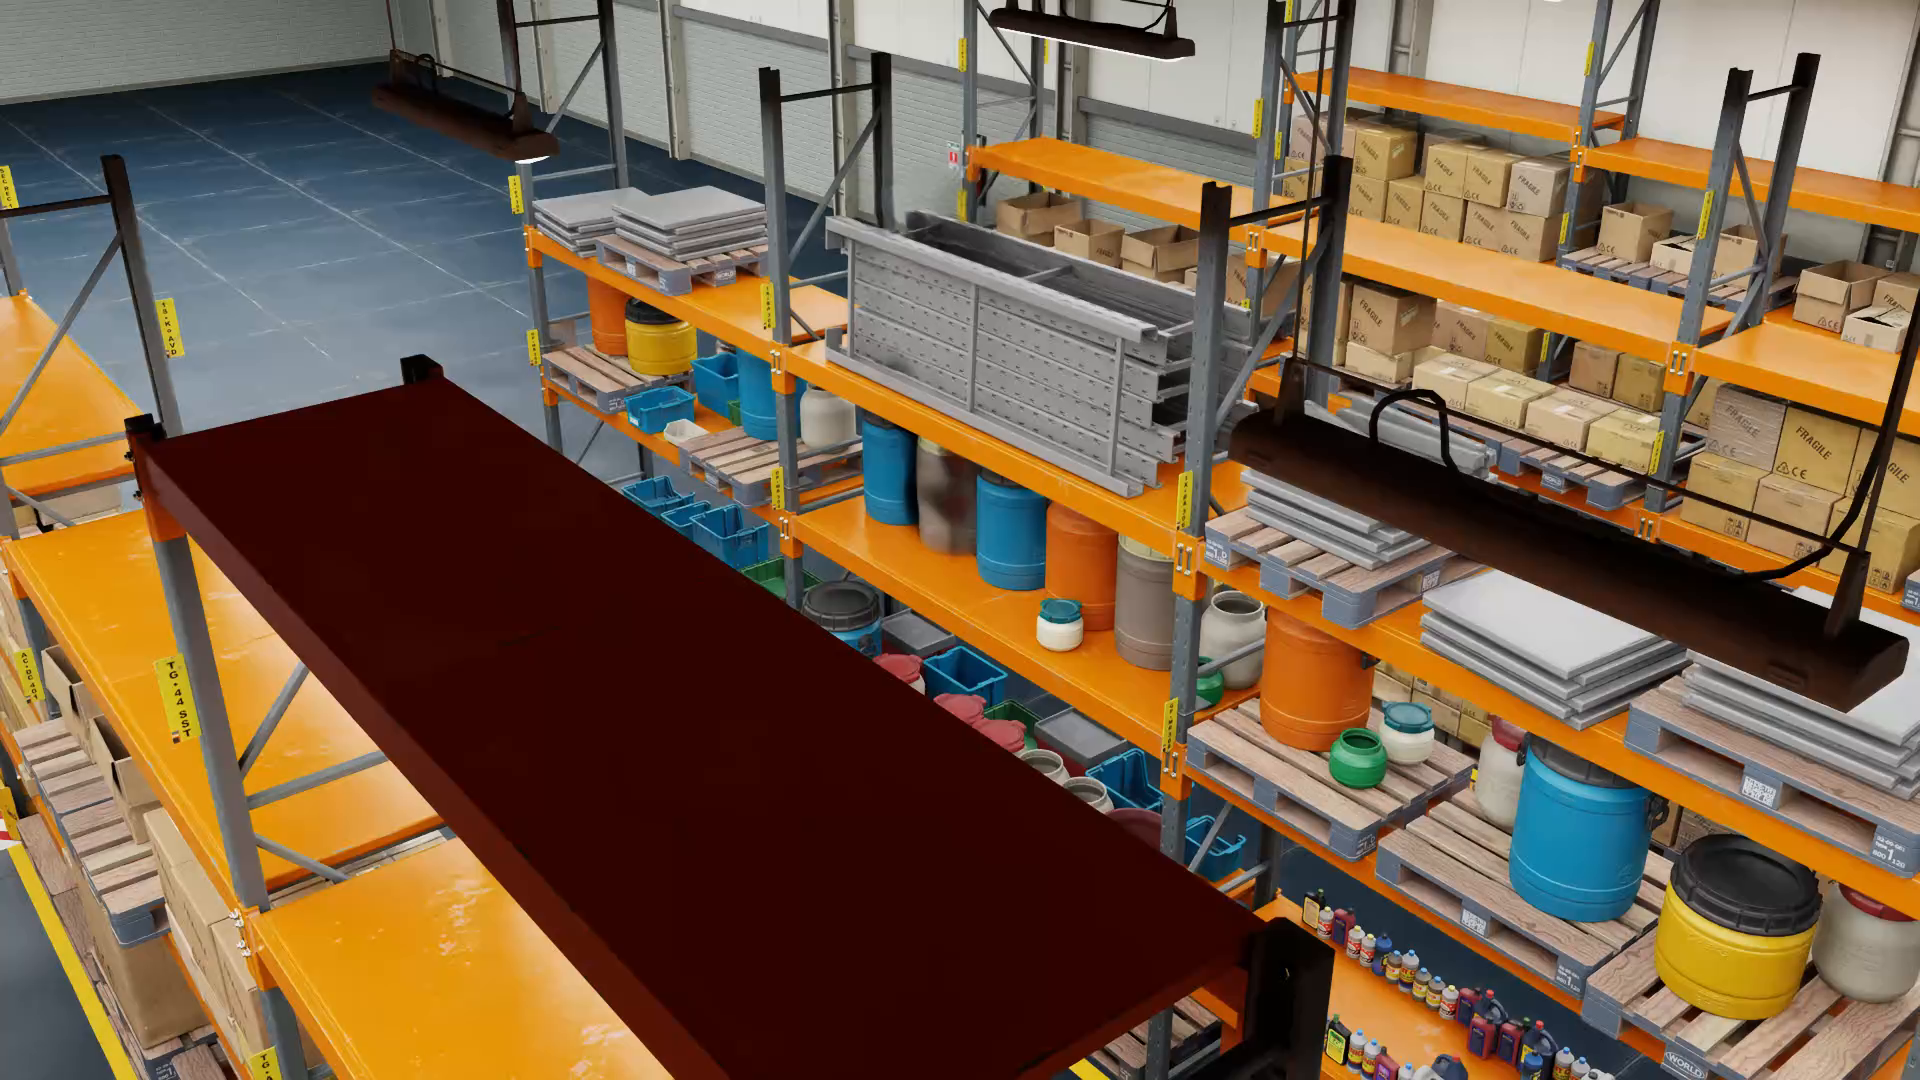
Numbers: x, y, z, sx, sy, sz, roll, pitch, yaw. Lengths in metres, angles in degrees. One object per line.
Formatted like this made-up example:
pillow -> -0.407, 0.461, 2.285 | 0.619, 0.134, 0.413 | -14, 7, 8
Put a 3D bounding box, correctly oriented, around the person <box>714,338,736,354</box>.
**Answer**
person -> -2.725, -1.589, 19.609 | 0.758, 1.755, 0.582 | -8, 27, -15
